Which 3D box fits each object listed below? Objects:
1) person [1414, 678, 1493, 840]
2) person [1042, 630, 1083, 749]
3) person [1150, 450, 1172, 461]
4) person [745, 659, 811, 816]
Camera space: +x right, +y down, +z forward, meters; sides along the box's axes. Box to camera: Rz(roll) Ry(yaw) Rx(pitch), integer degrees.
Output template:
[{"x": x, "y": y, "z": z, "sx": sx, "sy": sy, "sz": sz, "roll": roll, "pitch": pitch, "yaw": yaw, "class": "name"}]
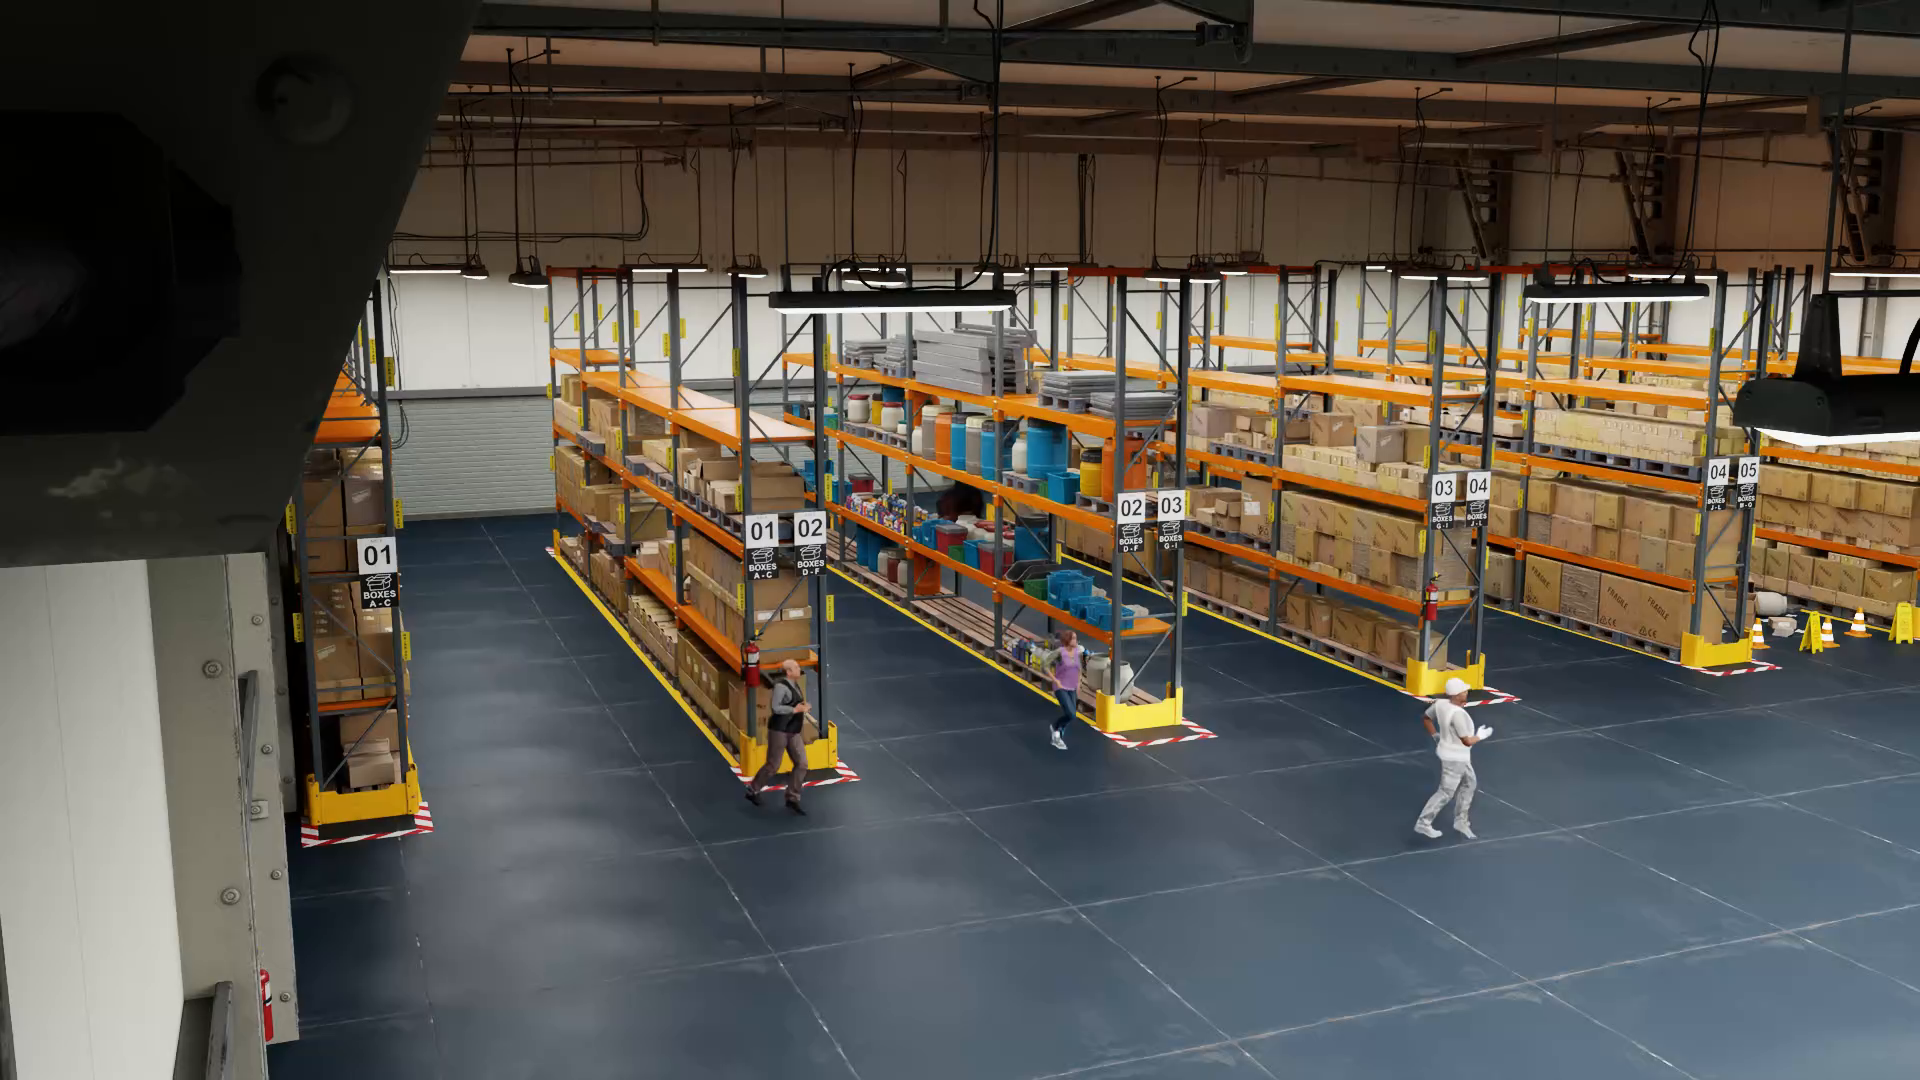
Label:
[{"x": 5.299, "y": 2.376, "z": 17.886, "sx": 0.780, "sy": 1.846, "sz": 0.661, "roll": 1, "pitch": 10, "yaw": 4, "class": "person"}, {"x": 1.367, "y": 1.916, "z": 21.255, "sx": 0.557, "sy": 1.559, "sz": 0.494, "roll": -7, "pitch": 12, "yaw": -34, "class": "person"}, {"x": 4.876, "y": -1.595, "z": 40.941, "sx": 0.548, "sy": 1.726, "sz": 0.761, "roll": -8, "pitch": 13, "yaw": -38, "class": "person"}, {"x": -2.006, "y": 2.227, "z": 19.031, "sx": 0.765, "sy": 1.744, "sz": 0.678, "roll": 4, "pitch": 11, "yaw": 24, "class": "person"}]
